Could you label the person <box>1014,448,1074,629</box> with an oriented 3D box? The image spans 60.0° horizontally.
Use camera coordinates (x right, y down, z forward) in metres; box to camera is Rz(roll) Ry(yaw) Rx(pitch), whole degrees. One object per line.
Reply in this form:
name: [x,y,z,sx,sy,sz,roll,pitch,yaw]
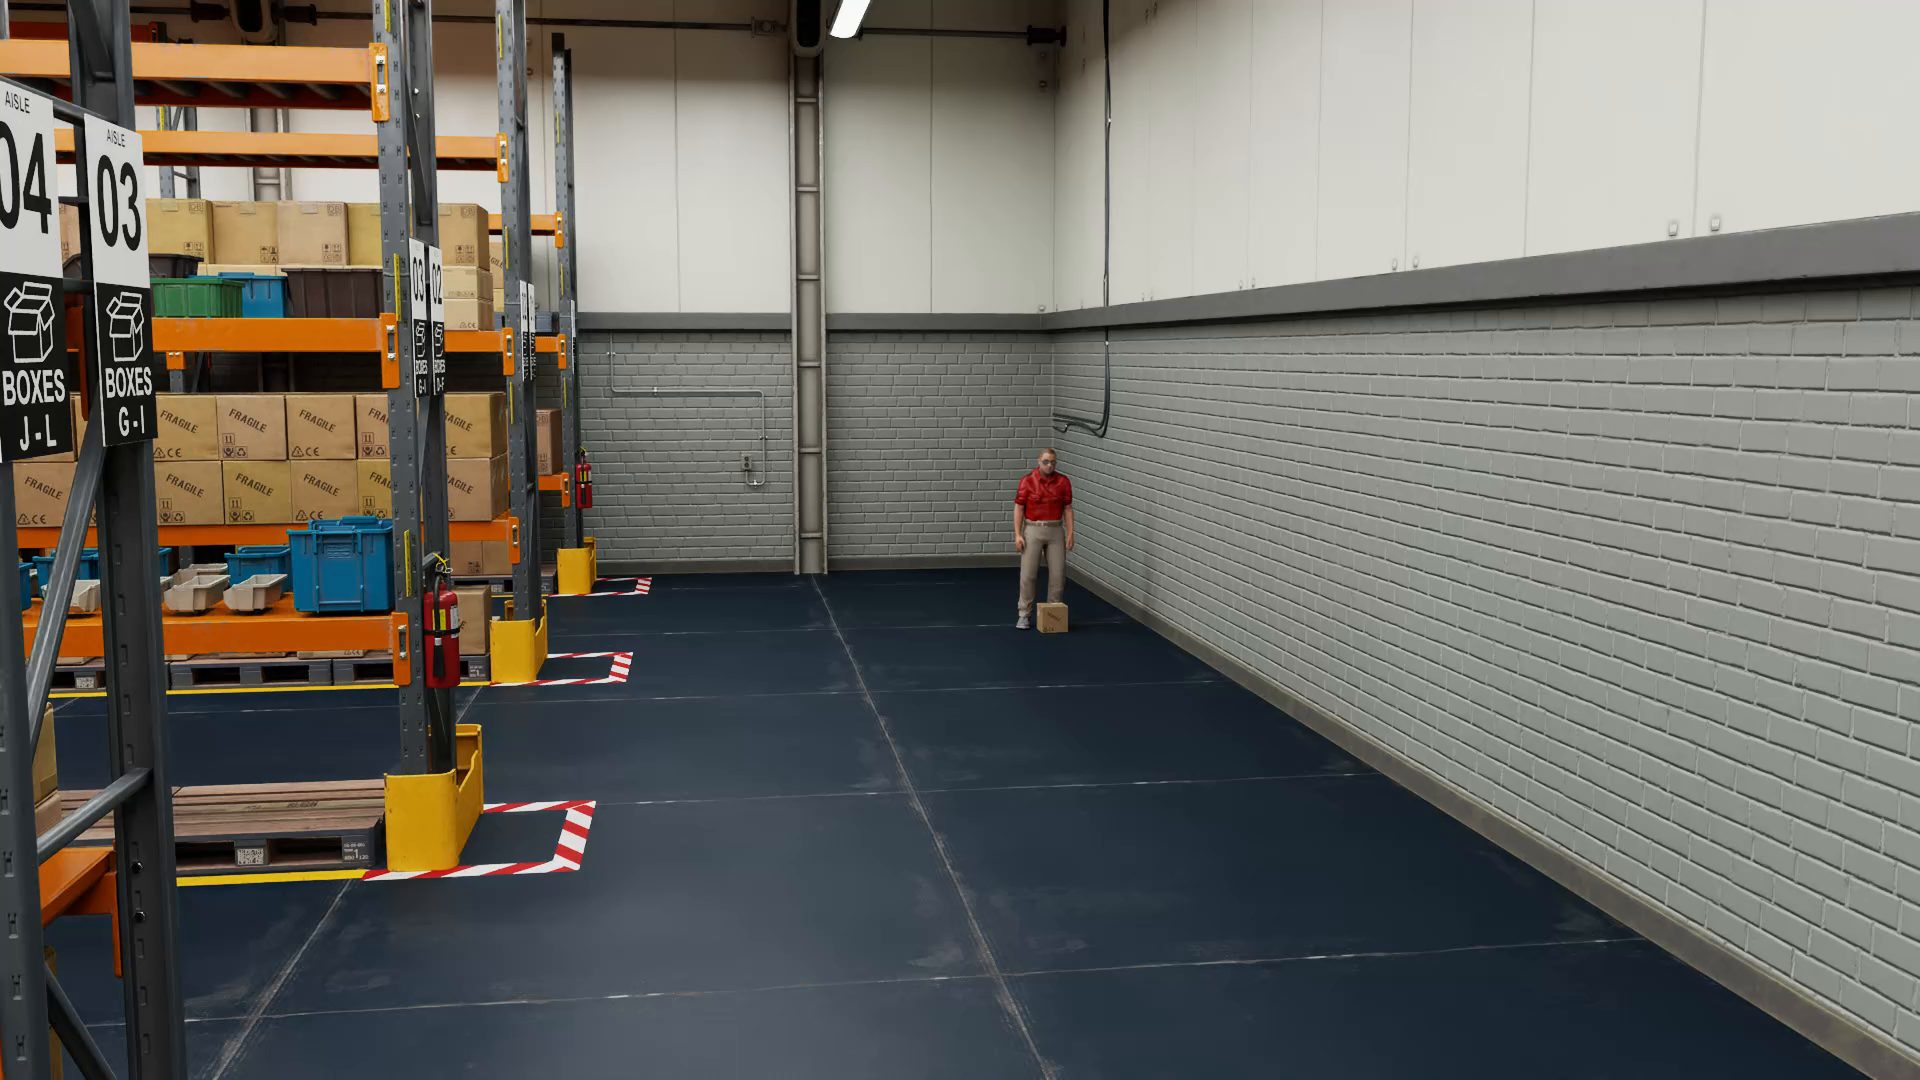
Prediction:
person: [0.810,-0.024,15.981,0.586,1.727,0.396,-1,7,-8]
